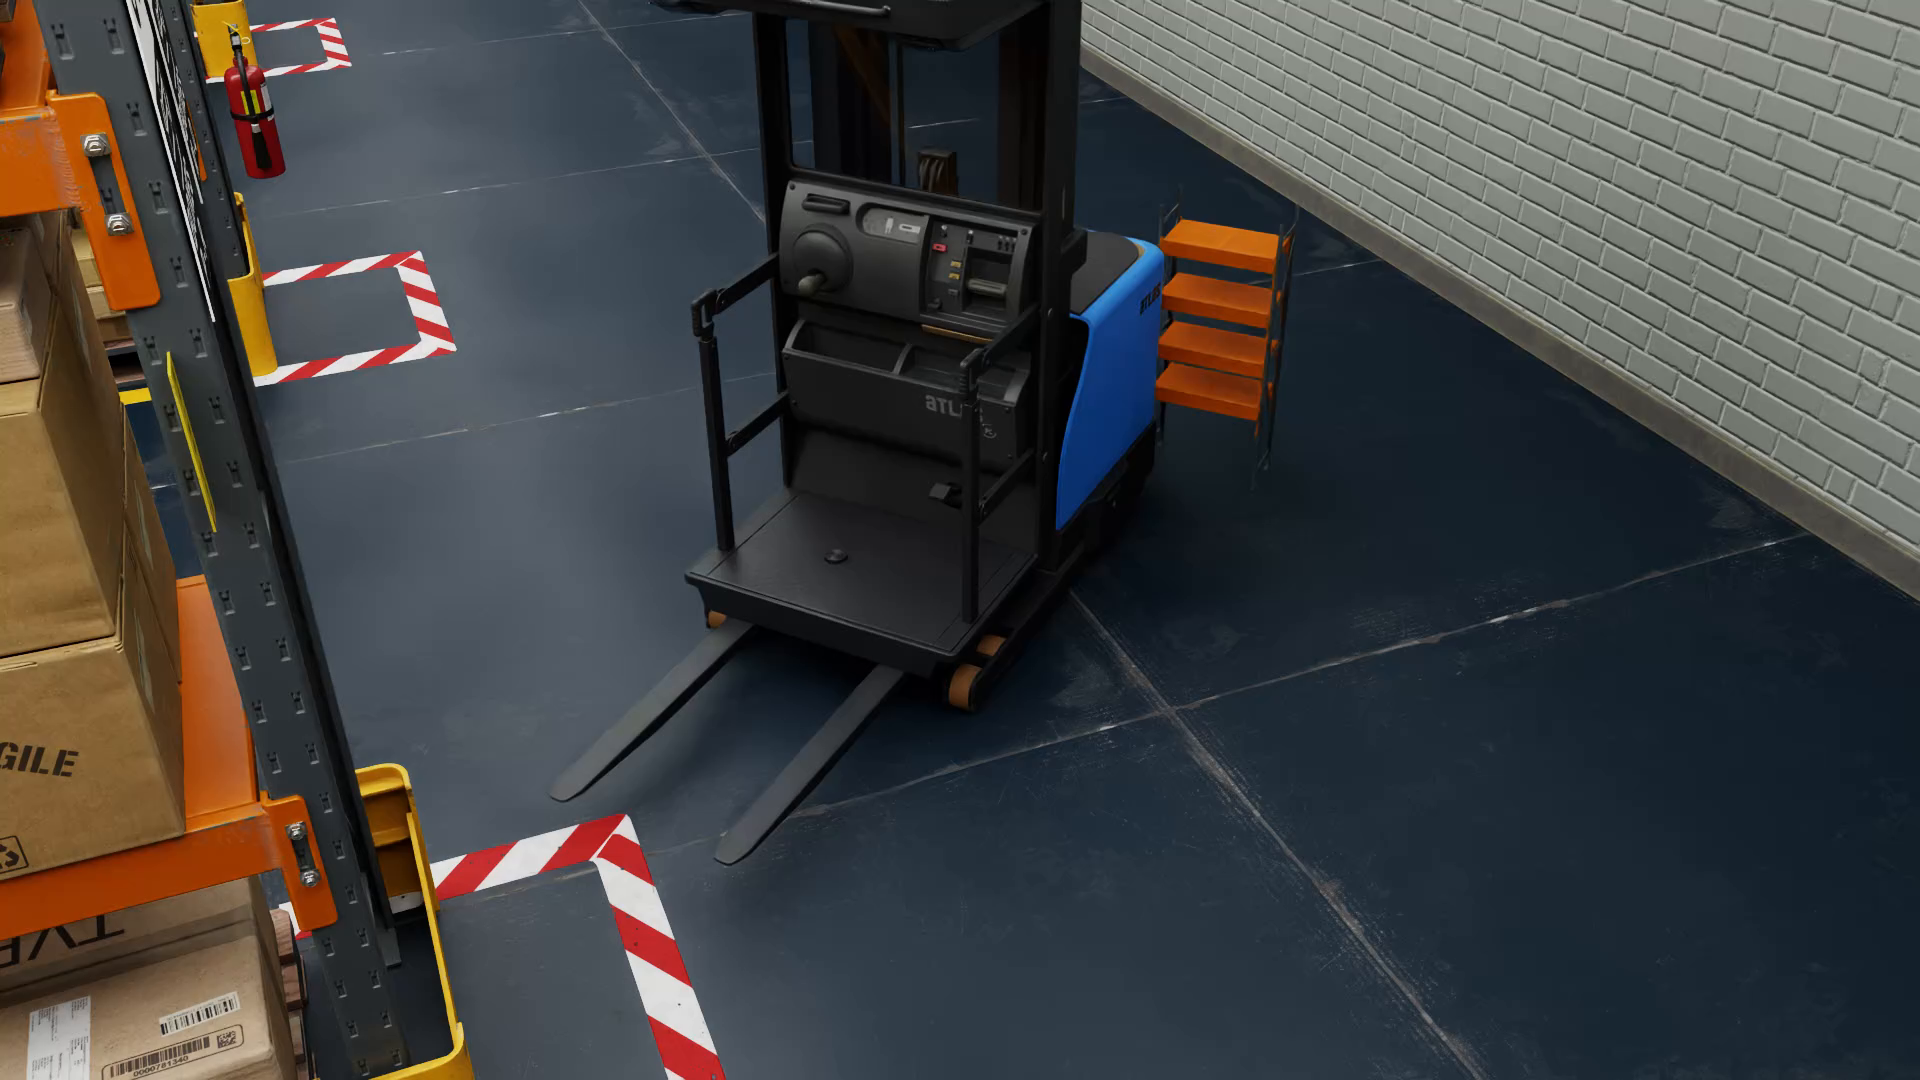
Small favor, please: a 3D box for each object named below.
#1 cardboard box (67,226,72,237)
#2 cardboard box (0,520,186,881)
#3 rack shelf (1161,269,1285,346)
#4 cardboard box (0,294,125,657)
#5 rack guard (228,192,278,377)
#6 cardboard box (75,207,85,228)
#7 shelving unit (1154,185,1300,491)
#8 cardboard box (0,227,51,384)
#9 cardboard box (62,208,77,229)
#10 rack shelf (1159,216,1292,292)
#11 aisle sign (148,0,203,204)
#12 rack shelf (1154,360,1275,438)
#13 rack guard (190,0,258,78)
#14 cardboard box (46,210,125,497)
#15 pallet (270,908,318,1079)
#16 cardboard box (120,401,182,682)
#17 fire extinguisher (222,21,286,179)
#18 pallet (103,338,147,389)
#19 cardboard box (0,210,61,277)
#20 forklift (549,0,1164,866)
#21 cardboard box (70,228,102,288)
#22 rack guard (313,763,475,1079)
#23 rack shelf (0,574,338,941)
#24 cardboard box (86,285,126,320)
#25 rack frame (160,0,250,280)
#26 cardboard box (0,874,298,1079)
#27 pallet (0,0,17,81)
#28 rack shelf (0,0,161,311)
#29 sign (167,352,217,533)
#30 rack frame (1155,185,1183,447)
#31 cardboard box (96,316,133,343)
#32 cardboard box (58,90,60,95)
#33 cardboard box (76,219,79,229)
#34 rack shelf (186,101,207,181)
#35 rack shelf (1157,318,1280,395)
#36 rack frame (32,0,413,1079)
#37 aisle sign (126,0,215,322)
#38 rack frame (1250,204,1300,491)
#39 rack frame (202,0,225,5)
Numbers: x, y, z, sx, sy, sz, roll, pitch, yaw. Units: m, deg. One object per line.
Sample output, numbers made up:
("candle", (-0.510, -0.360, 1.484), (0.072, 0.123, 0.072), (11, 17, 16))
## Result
("cardboard box", (-4.230, -1.300, 7.680), (0.250, 0.149, 0.380), (-12, 35, -18))
("cardboard box", (-1.919, 0.328, 3.403), (0.500, 0.500, 0.500), (-13, 35, -19))
("rack shelf", (1.071, -0.958, 6.836), (0.480, 0.148, 0.258), (14, 36, 21))
("cardboard box", (-1.929, -0.104, 3.151), (0.500, 0.500, 0.500), (-12, 35, -17))
("rack guard", (-3.656, -1.269, 8.241), (0.348, 0.500, 1.175), (-13, 35, -19))
("cardboard box", (-4.201, -1.623, 8.178), (0.250, 0.149, 0.380), (-15, 36, -21))
("shelving unit", (1.071, -0.827, 6.921), (0.503, 1.200, 0.258), (14, 36, 21))
("cardboard box", (-1.830, -0.421, 3.044), (0.250, 0.149, 0.380), (-12, 35, -18))
("cardboard box", (-4.408, -1.504, 7.995), (0.250, 0.149, 0.380), (-12, 35, -18))
("rack shelf", (1.071, -1.156, 6.707), (0.480, 0.148, 0.258), (14, 36, 21))
("aisle sign", (-1.623, -1.115, 3.330), (0.004, 0.787, 0.394), (-13, 35, -19))
("rack shelf", (1.071, -0.604, 7.066), (0.480, 0.148, 0.258), (14, 36, 21))
("rack guard", (-5.391, -3.805, 12.140), (0.348, 0.500, 1.175), (-13, 35, -19))
("cardboard box", (-2.129, -0.368, 3.556), (0.500, 0.500, 0.500), (-14, 35, -20))
("pallet", (-2.284, 1.512, 4.232), (1.213, 0.211, 1.003), (-13, 35, -19))
("cardboard box", (-2.130, 0.050, 3.831), (0.500, 0.500, 0.500), (-13, 35, -19))
("fire extinguisher", (-3.175, -1.965, 7.432), (0.183, 0.674, 0.296), (-13, 35, -19))
("pallet", (-4.419, -0.994, 8.084), (1.213, 0.211, 1.003), (-13, 35, -19))
("cardboard box", (-2.011, -0.662, 3.414), (0.250, 0.149, 0.380), (-12, 35, -18))
("forklift", (-0.289, -0.907, 5.456), (1.130, 2.935, 3.031), (15, 36, 22))
("cardboard box", (-3.976, -1.324, 7.718), (0.250, 0.149, 0.380), (-12, 35, -18))
("rack guard", (-1.554, 1.178, 4.481), (0.348, 0.500, 1.175), (-13, 35, -19))
("rack shelf", (-3.421, 0.859, 3.339), (4.000, 0.370, 1.077), (-13, 35, -19))
("cardboard box", (-3.962, -1.183, 7.774), (0.250, 0.149, 0.380), (-14, 36, -20))
("rack frame", (-3.586, -2.333, 7.584), (0.127, 3.000, 1.000), (-13, 35, -19))
("cardboard box", (-2.146, 1.223, 4.084), (0.875, 0.438, 0.875), (-14, 36, -21))
("pallet", (-2.257, -0.923, 2.749), (1.213, 0.211, 1.003), (-13, 35, -19))
("rack shelf", (-3.421, -0.398, 2.521), (4.000, 0.370, 1.077), (-13, 35, -19))
("sign", (-1.379, -0.173, 2.987), (0.005, 0.325, 0.100), (-13, 35, -19))
("rack frame", (0.850, -0.883, 7.008), (0.015, 1.200, 0.240), (14, 36, 21))
("cardboard box", (-3.991, -1.098, 7.915), (0.250, 0.149, 0.380), (-12, 35, -18))
("cardboard box", (-4.021, -1.983, 7.277), (0.250, 0.149, 0.380), (-13, 35, -19))
("cardboard box", (-4.443, -1.427, 8.149), (0.250, 0.149, 0.380), (-13, 35, -19))
("rack shelf", (-5.430, -1.609, 7.132), (4.000, 0.370, 1.077), (-13, 35, -19))
("rack shelf", (1.071, -0.771, 6.958), (0.480, 0.148, 0.258), (14, 36, 21))
("rack frame", (-1.577, 0.135, 3.792), (0.127, 3.000, 1.000), (-13, 35, -19))
("aisle sign", (-1.390, -0.814, 2.866), (0.004, 0.787, 0.394), (-13, 35, -19))
("rack frame", (1.292, -0.771, 6.835), (0.015, 1.200, 0.240), (14, 36, 21))
("rack frame", (-5.413, -4.848, 11.450), (0.127, 3.000, 1.000), (-13, 35, -19))
